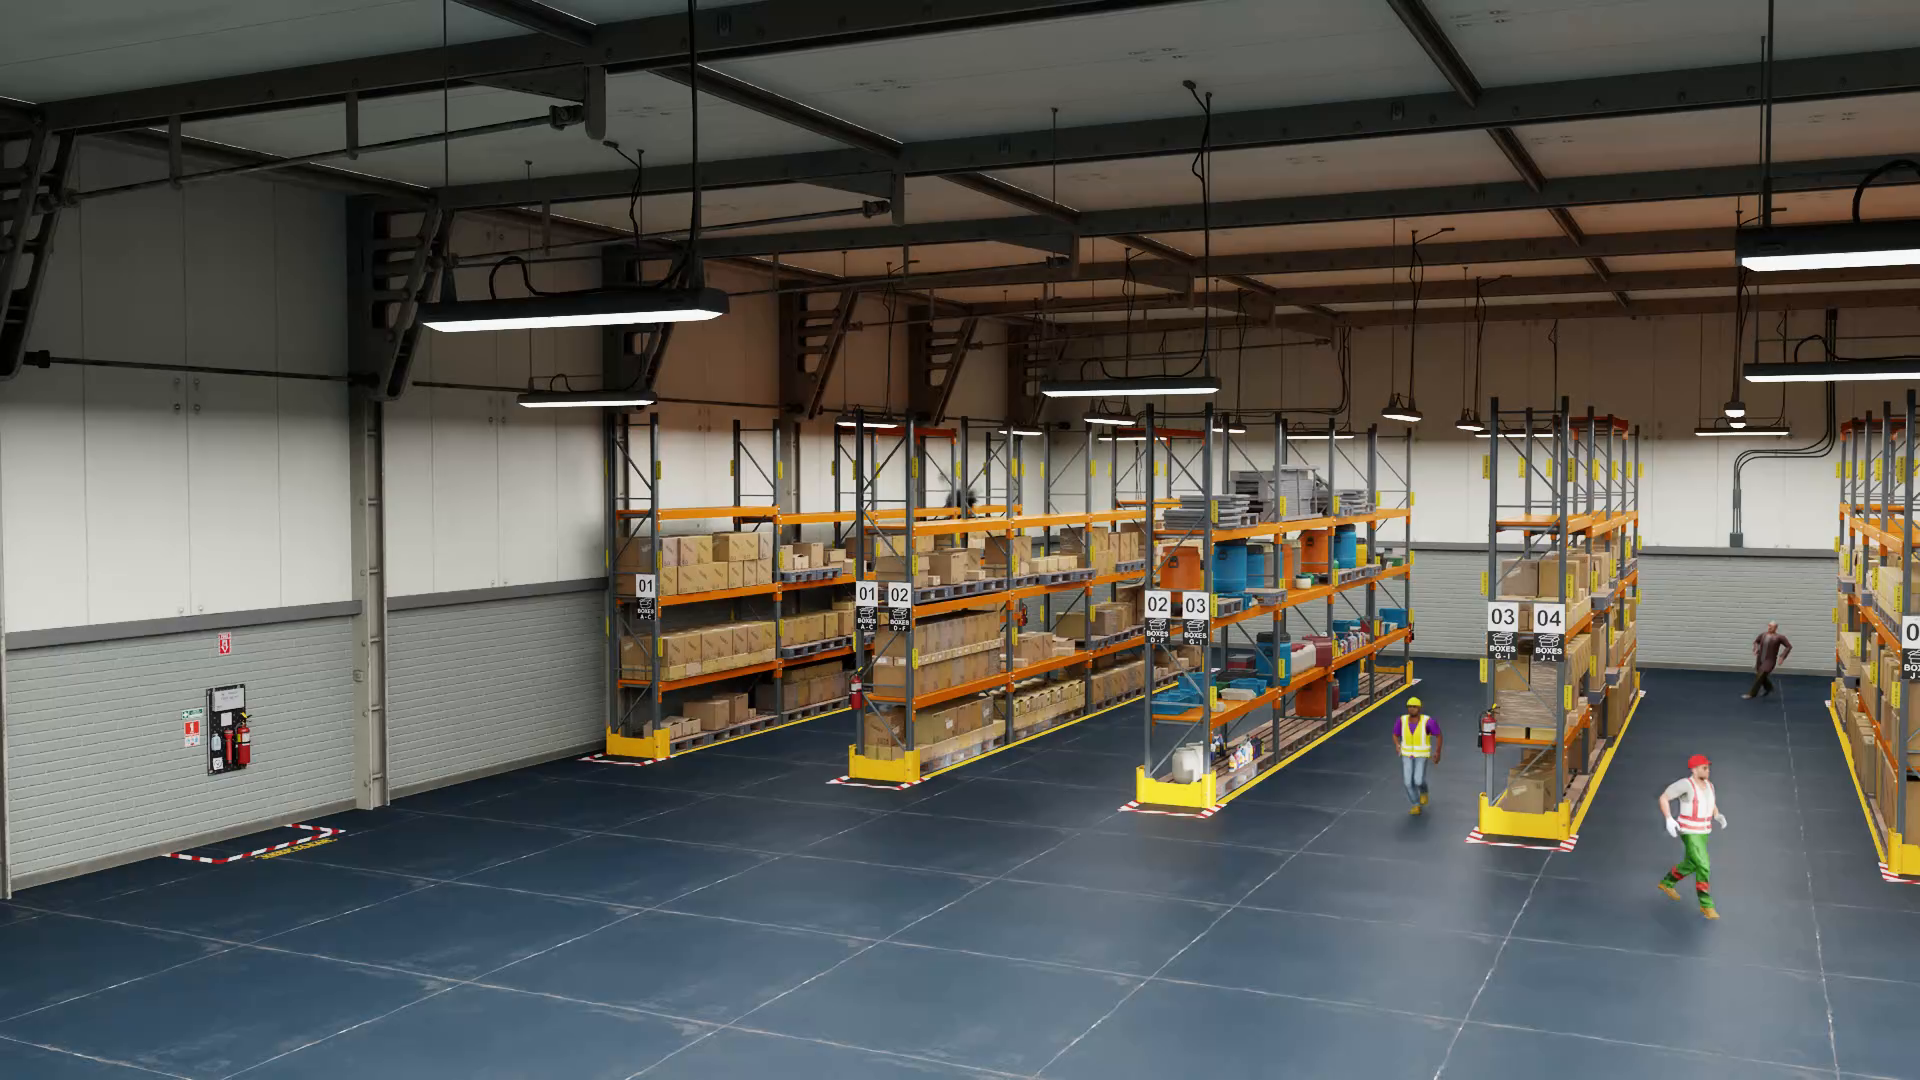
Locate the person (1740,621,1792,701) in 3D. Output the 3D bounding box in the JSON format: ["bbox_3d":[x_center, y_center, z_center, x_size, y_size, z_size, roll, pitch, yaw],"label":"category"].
[{"bbox_3d":[17.327,2.598,35.735,1.119,1.717,0.773,-1,3,-25],"label":"person"}]

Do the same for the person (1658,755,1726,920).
[{"bbox_3d":[8.291,3.343,18.840,0.669,1.850,0.854,-1,3,-30],"label":"person"}]

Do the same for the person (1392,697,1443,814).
[{"bbox_3d":[6.612,3.137,24.163,0.700,1.706,0.597,1,3,31],"label":"person"}]

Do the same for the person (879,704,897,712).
[{"bbox_3d":[-1.292,2.881,30.423,0.574,1.645,0.929,1,3,17],"label":"person"}]
